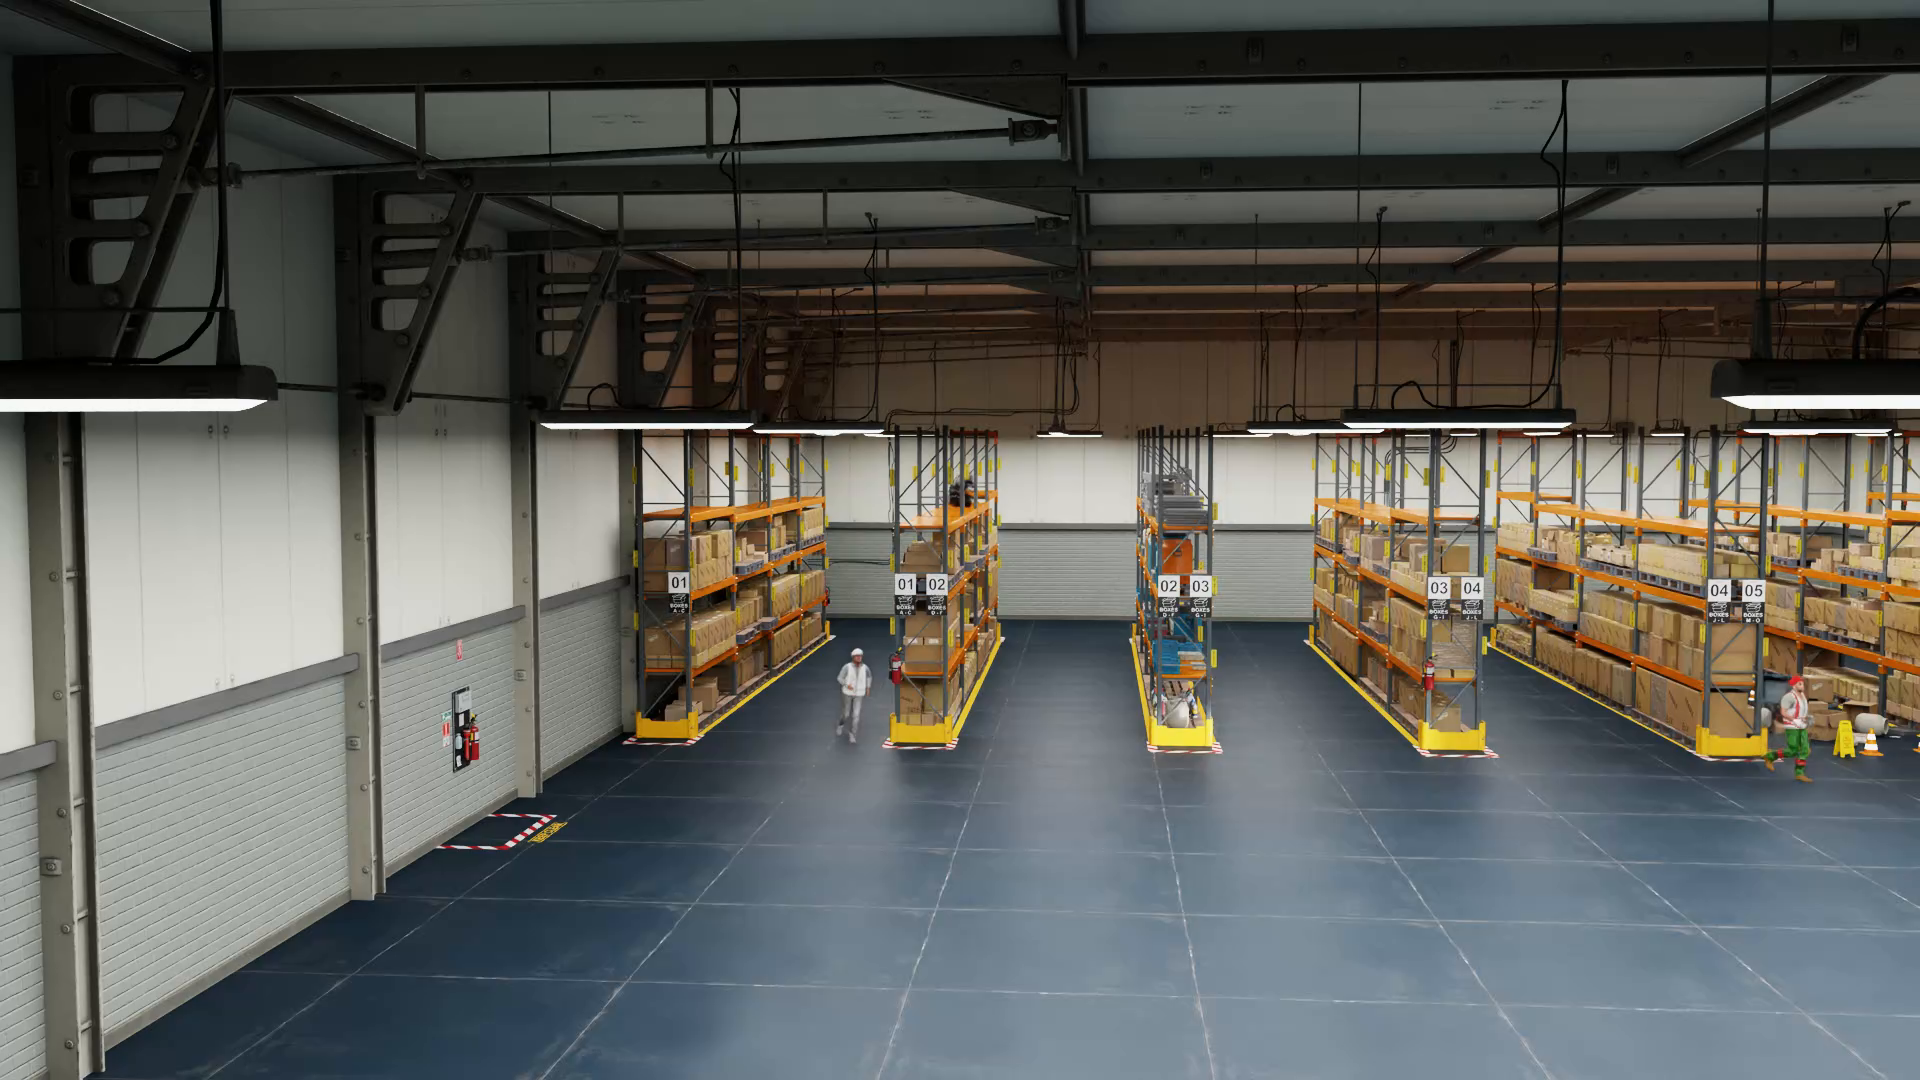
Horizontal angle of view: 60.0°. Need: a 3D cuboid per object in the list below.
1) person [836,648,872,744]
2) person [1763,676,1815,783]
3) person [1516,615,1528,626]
[{"bbox_3d":[-1.992,2.942,31.689,0.695,1.765,0.824,-1,4,-15],"label":"person"},{"bbox_3d":[14.056,3.166,28.068,0.661,1.773,0.763,-2,4,-34],"label":"person"},{"bbox_3d":[16.116,2.122,47.461,0.523,1.476,0.696,2,4,29],"label":"person"}]
